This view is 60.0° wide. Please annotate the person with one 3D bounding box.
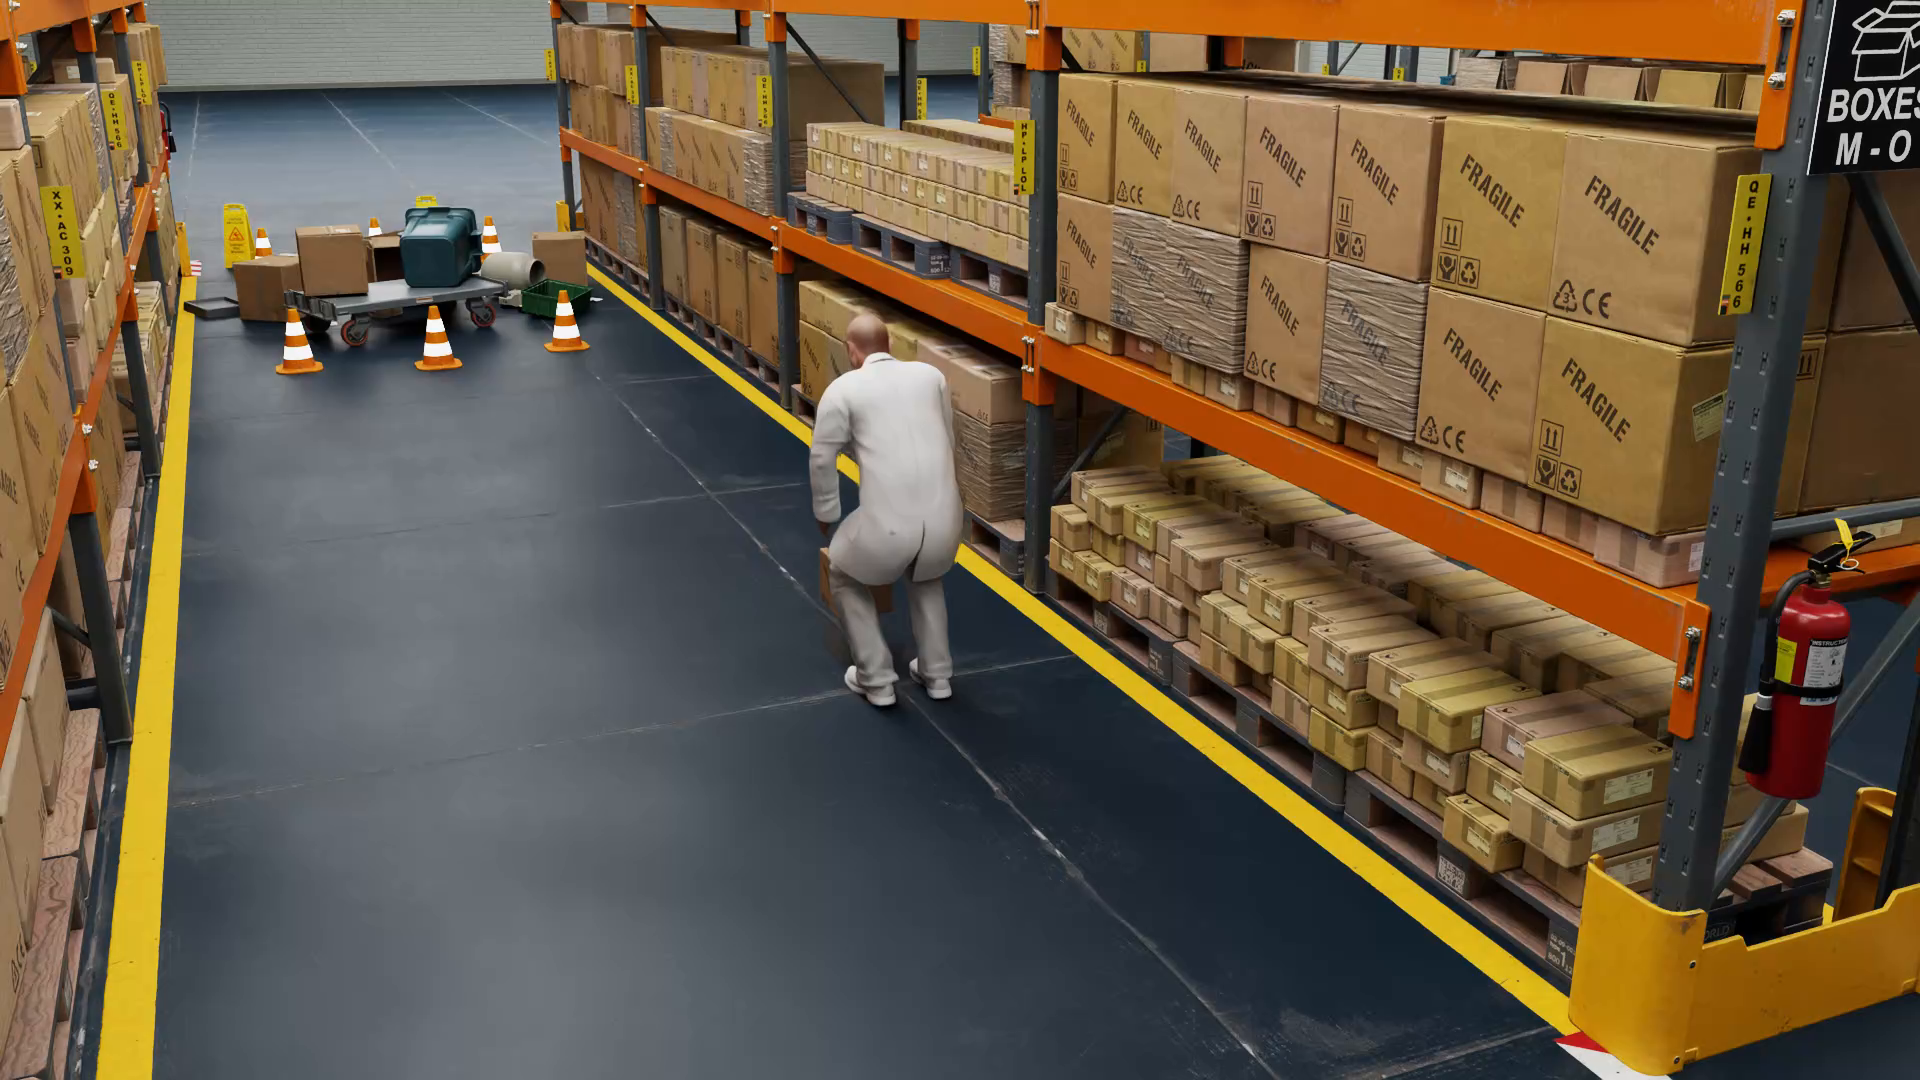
[{"bbox_3d":[-0.289,-0.107,6.752,0.625,1.564,0.612,-8,20,-22],"label":"person"}]
